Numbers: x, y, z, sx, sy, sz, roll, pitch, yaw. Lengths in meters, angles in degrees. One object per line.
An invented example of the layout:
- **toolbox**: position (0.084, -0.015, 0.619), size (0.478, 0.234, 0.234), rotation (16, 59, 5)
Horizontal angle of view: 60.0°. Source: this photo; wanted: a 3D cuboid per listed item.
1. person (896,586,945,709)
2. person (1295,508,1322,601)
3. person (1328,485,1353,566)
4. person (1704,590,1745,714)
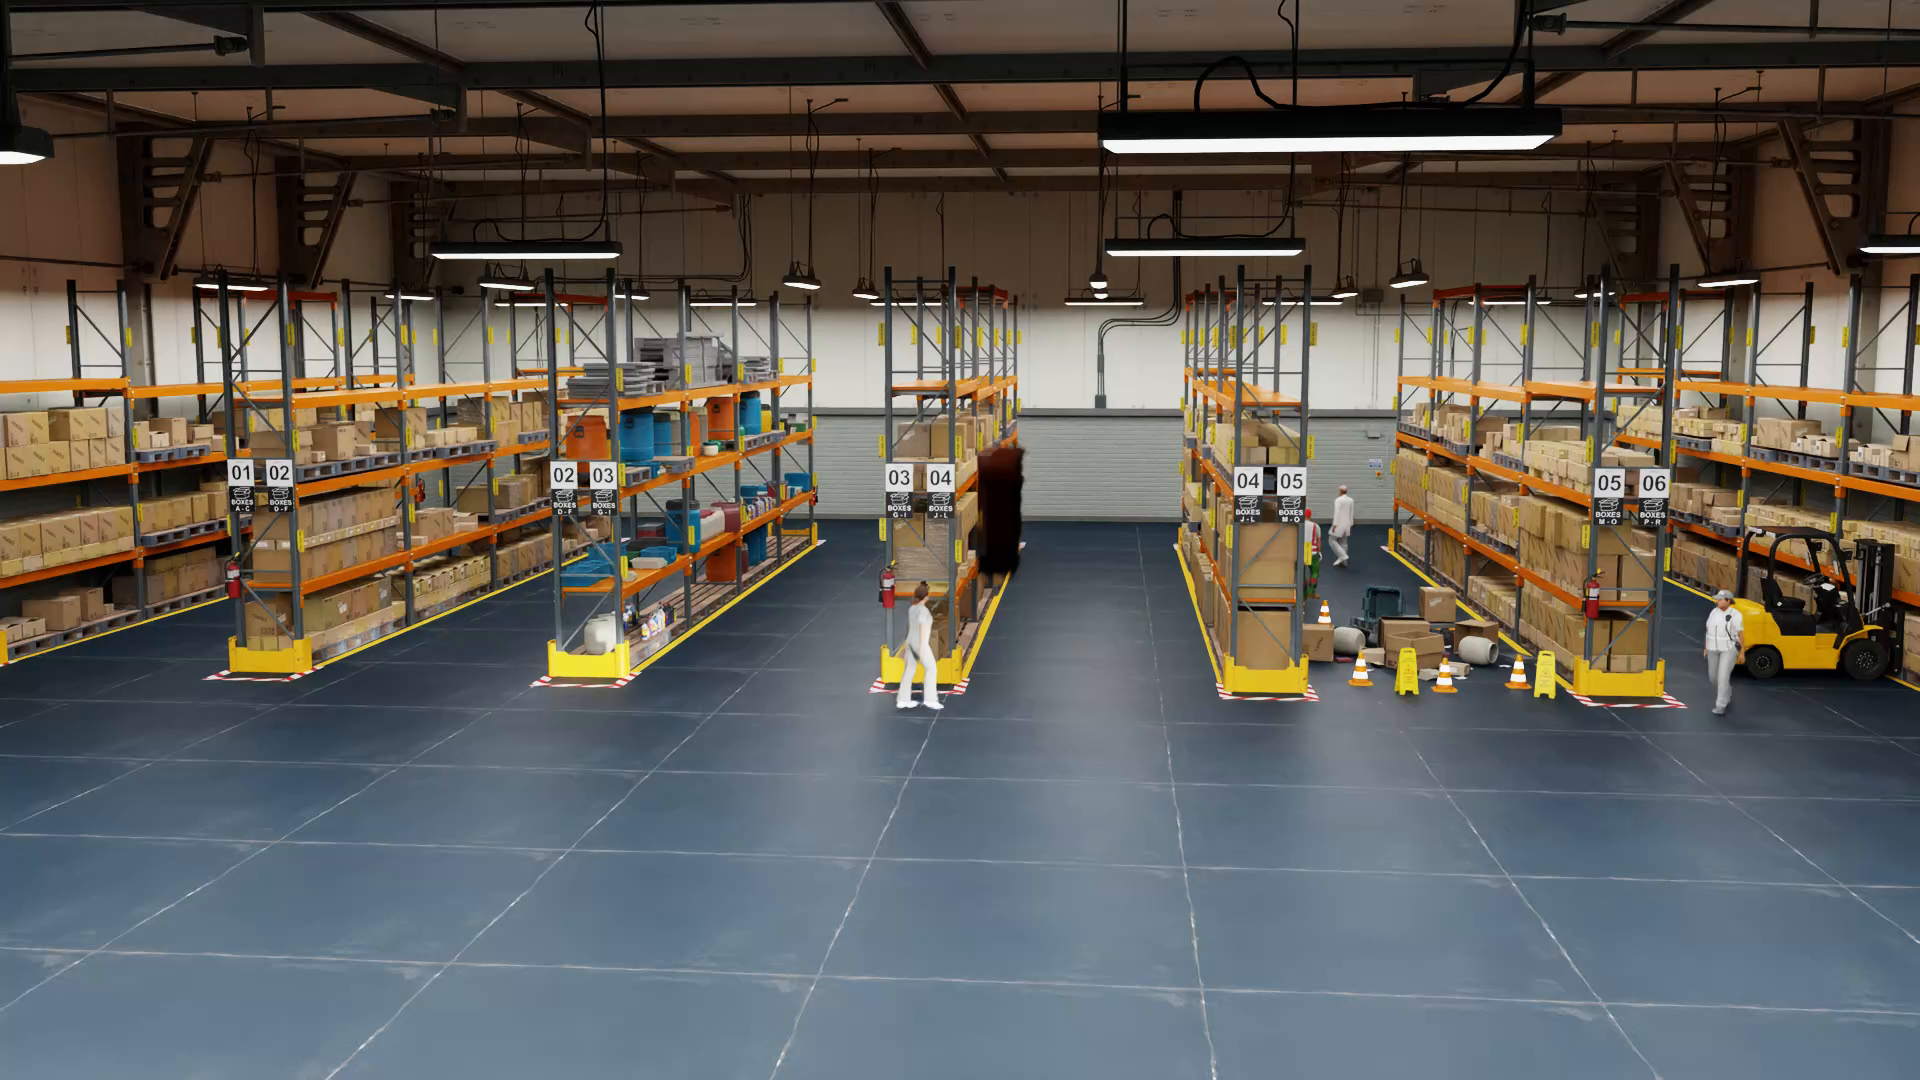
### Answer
- **person**: position (-0.569, 1.468, 22.526), size (0.646, 1.696, 0.494), rotation (-4, 8, -30)
- **person**: position (6.613, 0.275, 31.725), size (0.577, 1.786, 0.534), rotation (1, 7, 6)
- **person**: position (8.414, -0.310, 36.500), size (0.633, 1.779, 0.553), rotation (-5, 9, -37)
- **person**: position (10.275, 1.476, 22.350), size (0.906, 1.621, 0.522), rotation (-6, 9, -43)
